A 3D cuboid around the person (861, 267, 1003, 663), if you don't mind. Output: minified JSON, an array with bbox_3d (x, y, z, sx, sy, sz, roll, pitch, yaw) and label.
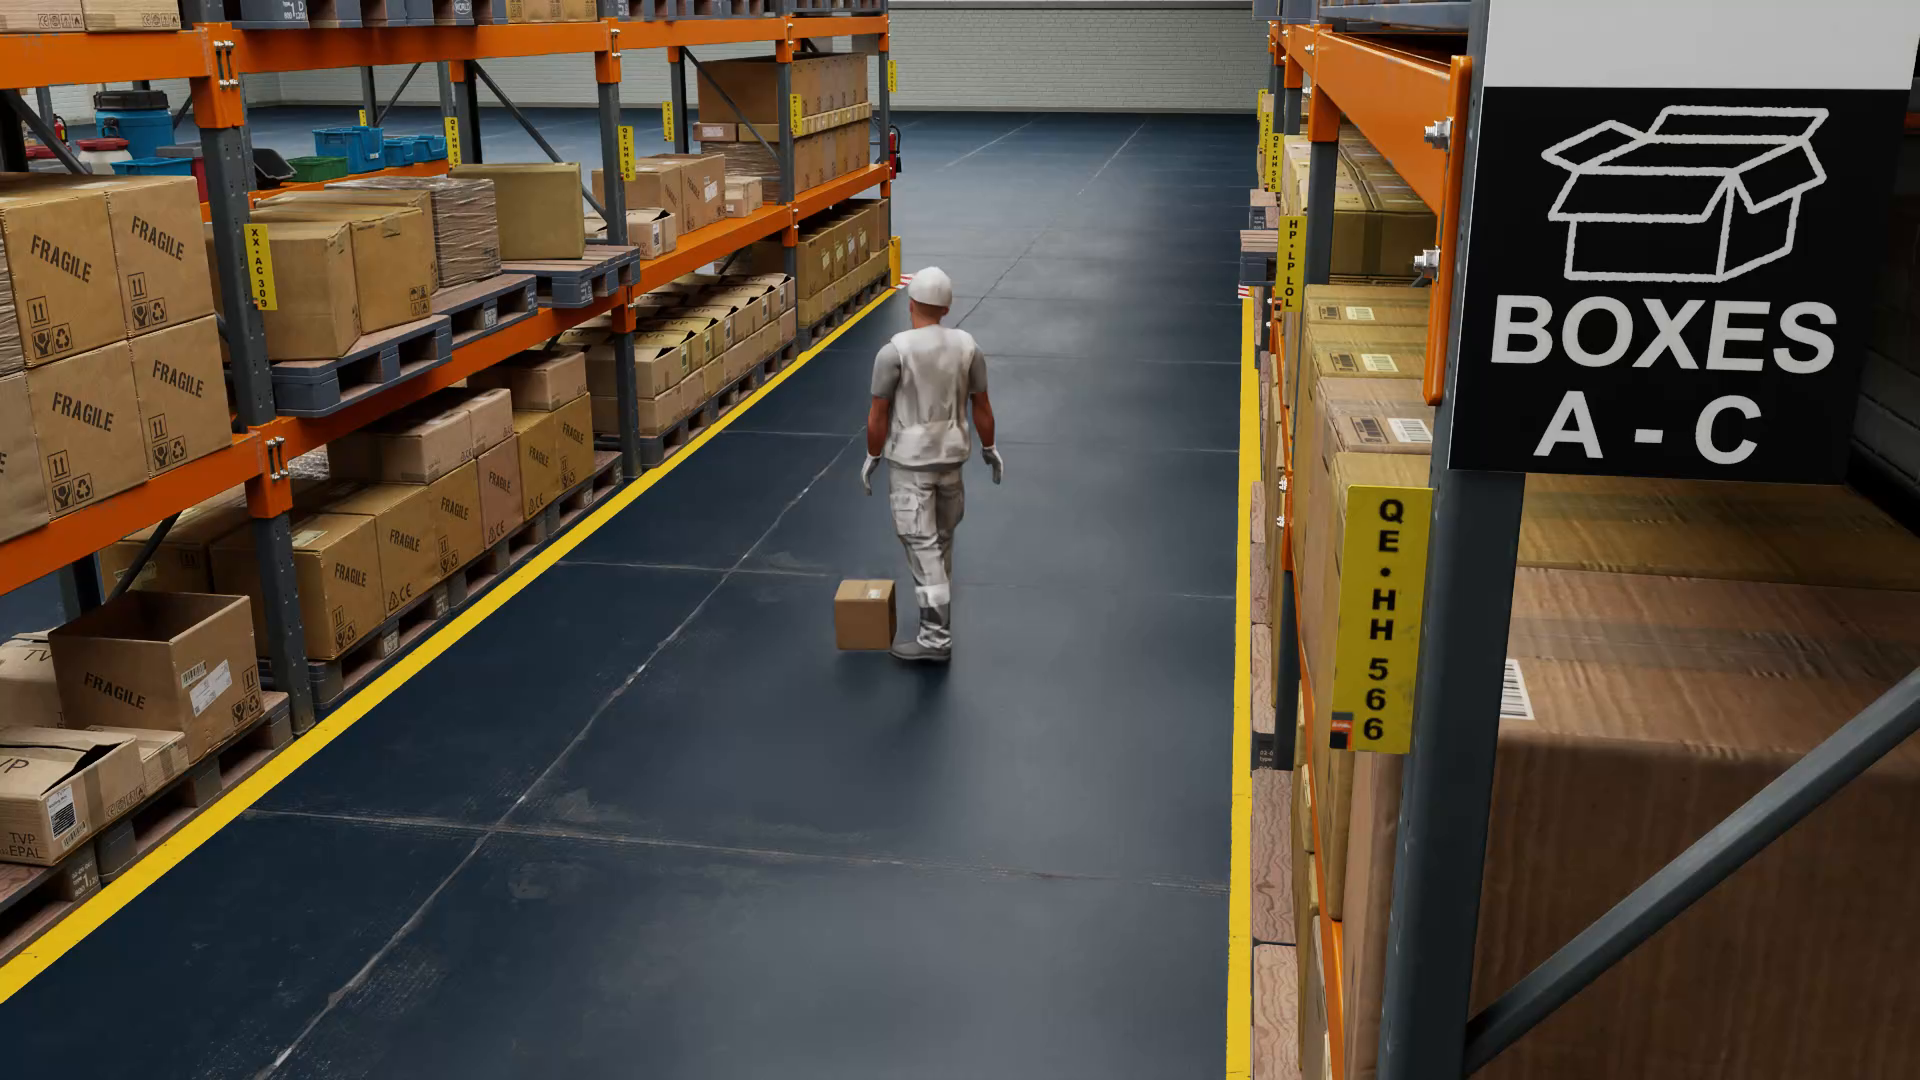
[{"bbox_3d":[-0.112,-0.361,7.647,0.680,1.790,0.636,-9,20,-27],"label":"person"}]
